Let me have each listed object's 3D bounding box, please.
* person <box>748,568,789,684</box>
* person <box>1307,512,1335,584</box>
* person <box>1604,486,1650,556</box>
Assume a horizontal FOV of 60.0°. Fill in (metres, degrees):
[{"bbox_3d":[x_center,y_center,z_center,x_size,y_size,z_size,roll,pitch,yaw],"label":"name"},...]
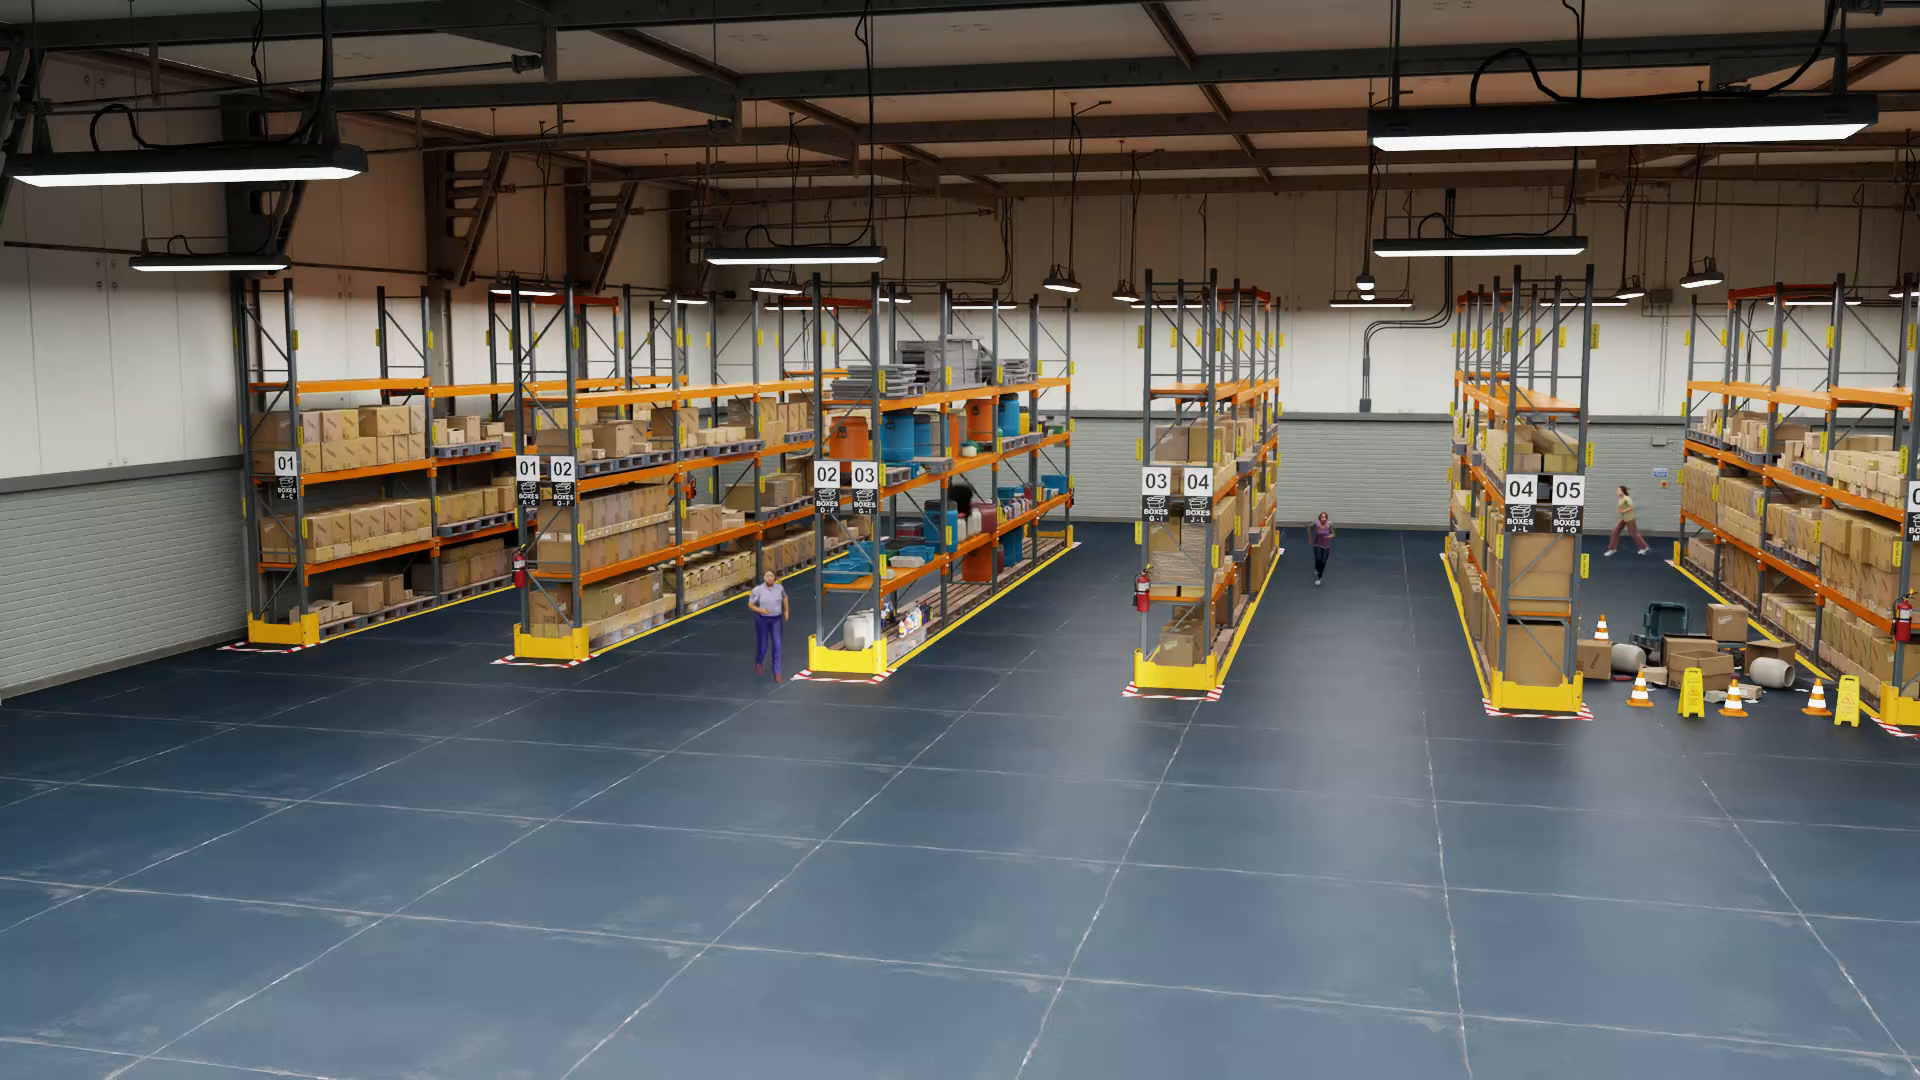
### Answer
[{"bbox_3d":[-2.826,1.257,24.608,0.626,1.657,0.828,-2,7,-18],"label":"person"},{"bbox_3d":[7.393,0.178,34.071,0.524,1.496,0.738,0,7,3],"label":"person"},{"bbox_3d":[15.505,-0.442,38.561,1.031,1.643,0.601,0,7,-1],"label":"person"}]
